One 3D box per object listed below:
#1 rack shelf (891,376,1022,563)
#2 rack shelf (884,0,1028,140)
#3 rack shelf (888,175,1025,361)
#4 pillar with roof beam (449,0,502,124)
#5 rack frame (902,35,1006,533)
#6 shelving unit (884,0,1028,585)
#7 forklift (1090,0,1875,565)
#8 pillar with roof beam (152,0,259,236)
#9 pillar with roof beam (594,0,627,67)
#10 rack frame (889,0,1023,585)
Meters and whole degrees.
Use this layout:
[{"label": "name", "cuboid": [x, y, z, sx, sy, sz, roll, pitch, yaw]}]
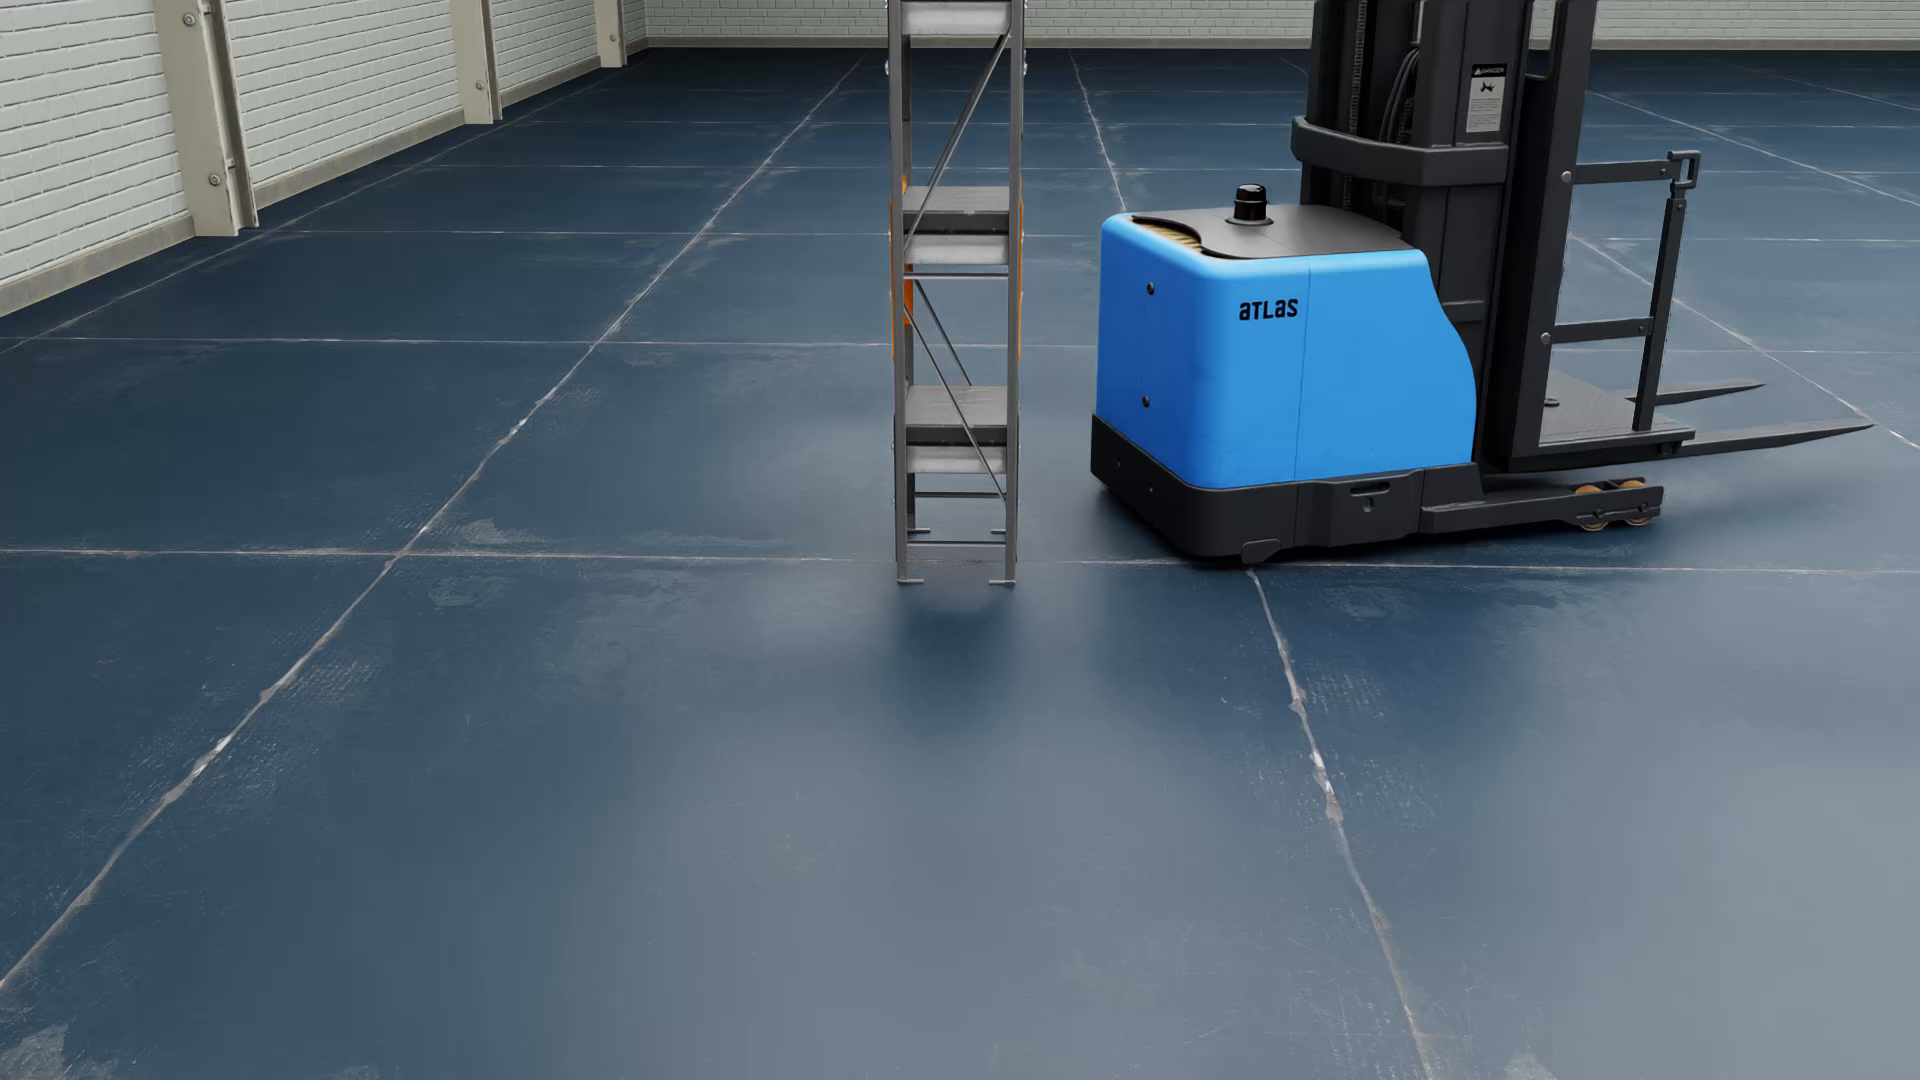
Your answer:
[{"label": "rack shelf", "cuboid": [-0.005, -0.254, 5.753, 0.431, 0.518, 0.480, 1, 21, 2]}, {"label": "rack shelf", "cuboid": [-0.005, -1.559, 5.247, 0.431, 0.518, 0.480, 1, 21, 2]}, {"label": "rack shelf", "cuboid": [-0.005, -0.906, 5.500, 0.431, 0.518, 0.480, 1, 21, 2]}, {"label": "pillar with roof beam", "cuboid": [-0.630, -8.472, 15.423, 9.100, 9.000, 0.400, 1, 21, 2]}, {"label": "rack frame", "cuboid": [0.002, -1.007, 5.722, 0.400, 2.100, 0.015, 1, 21, 2]}, {"label": "shelving unit", "cuboid": [-0.005, -0.919, 5.495, 0.431, 2.100, 0.503, 1, 21, 2]}, {"label": "forklift", "cuboid": [2.087, -1.573, 6.032, 3.031, 2.935, 1.130, -6, 22, -16]}, {"label": "pillar with roof beam", "cuboid": [-0.812, -6.302, 9.832, 9.100, 9.000, 0.400, 1, 21, 2]}, {"label": "pillar with roof beam", "cuboid": [-0.447, -10.641, 21.014, 9.100, 9.000, 0.400, 1, 21, 2]}, {"label": "rack frame", "cuboid": [-0.012, -0.831, 5.267, 0.400, 2.100, 0.015, 1, 21, 2]}]
